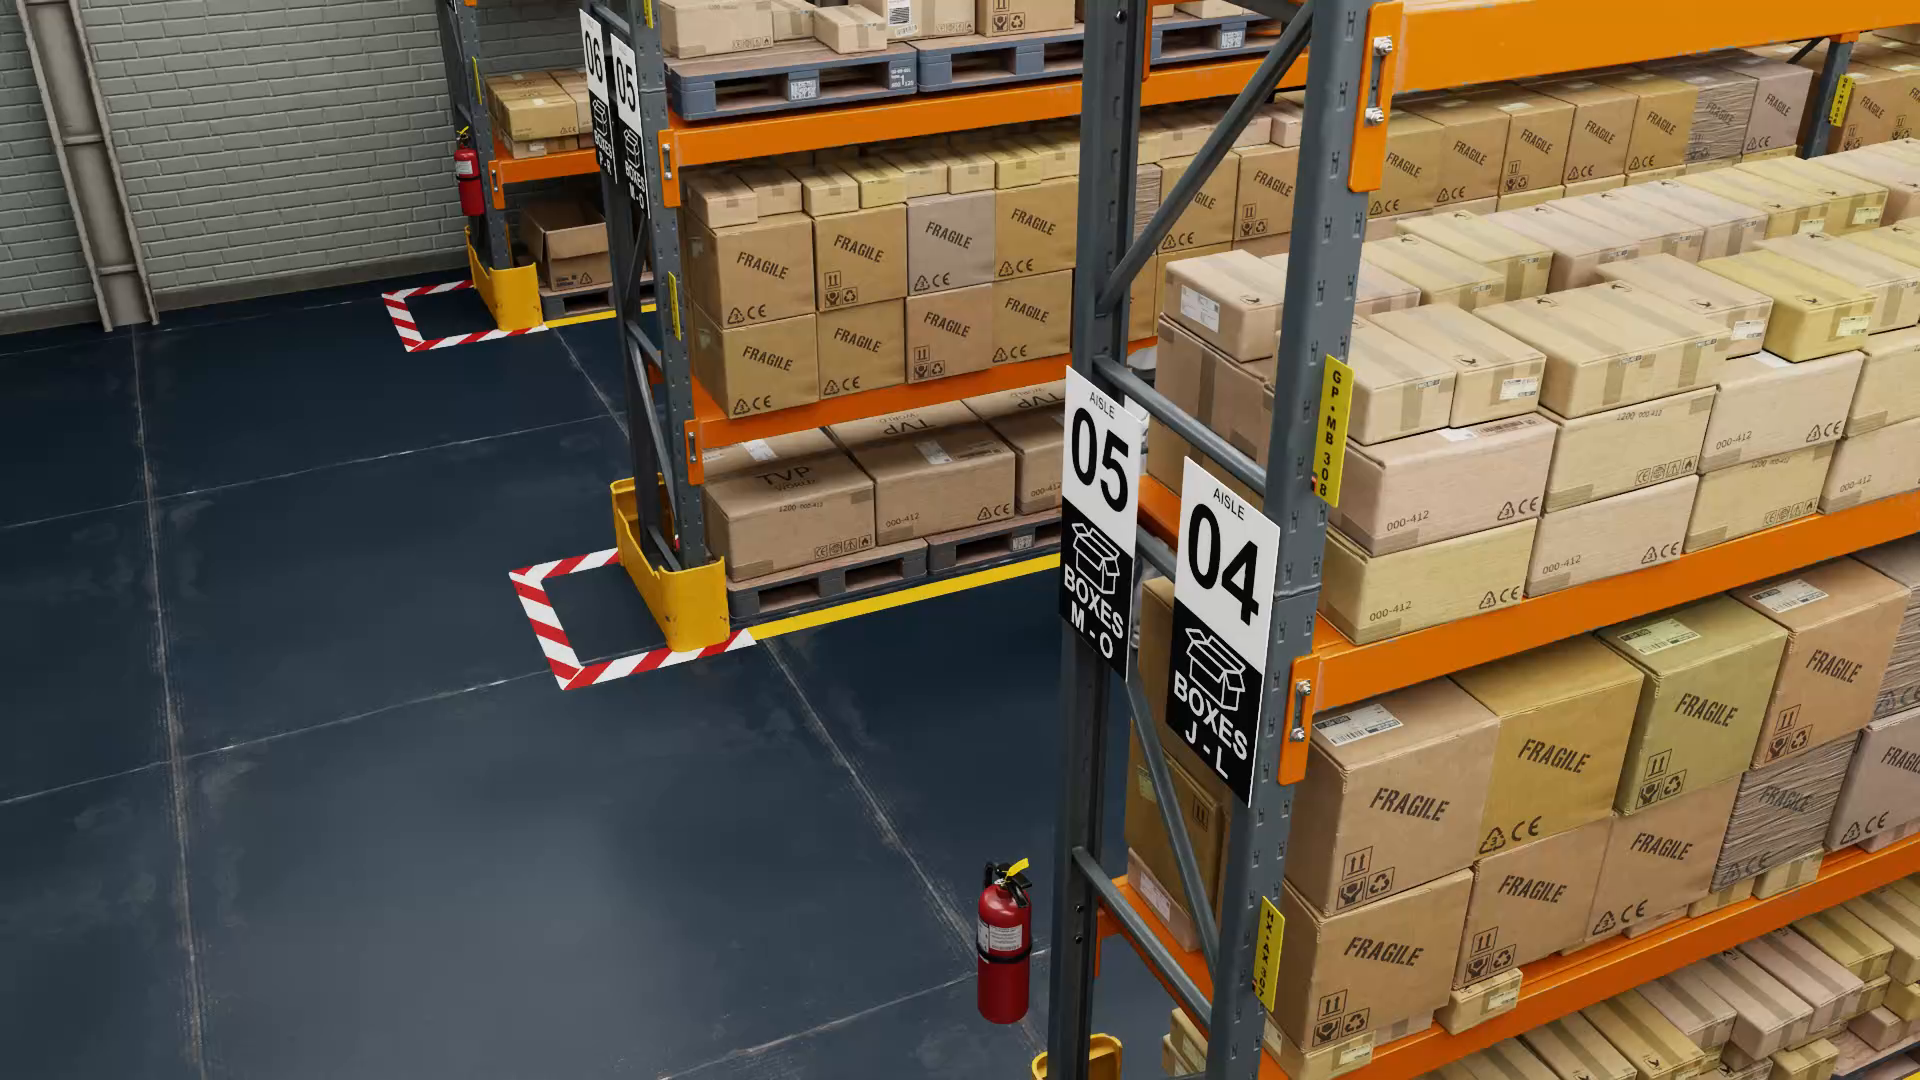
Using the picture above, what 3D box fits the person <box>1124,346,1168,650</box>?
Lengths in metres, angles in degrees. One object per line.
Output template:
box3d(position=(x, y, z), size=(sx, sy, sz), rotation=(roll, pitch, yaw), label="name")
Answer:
box3d(position=(0.960, -0.219, 8.820), size=(0.359, 1.671, 0.508), rotation=(-14, 33, -23), label="person")
